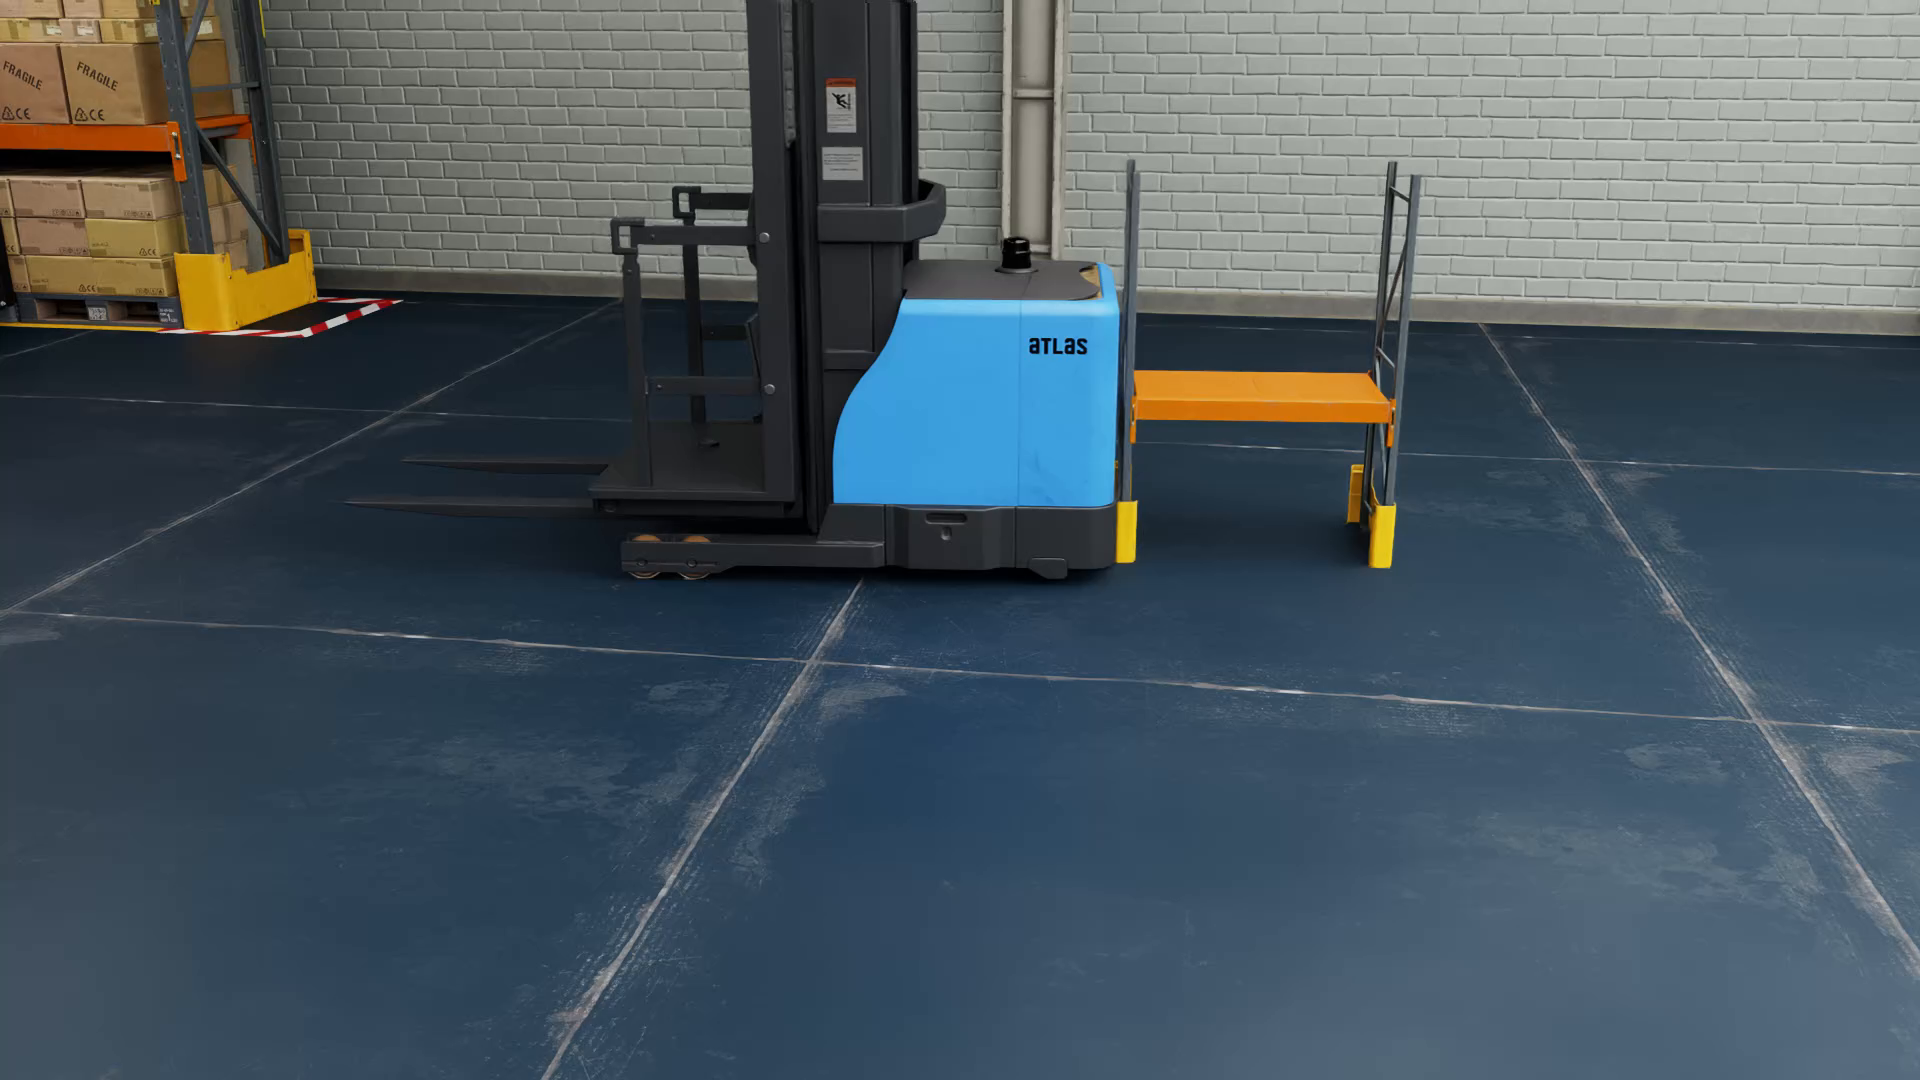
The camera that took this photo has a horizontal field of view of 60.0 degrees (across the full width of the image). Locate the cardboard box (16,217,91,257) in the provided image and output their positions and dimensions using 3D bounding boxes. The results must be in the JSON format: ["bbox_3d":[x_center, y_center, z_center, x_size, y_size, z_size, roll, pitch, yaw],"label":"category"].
[{"bbox_3d":[-5.906,-2.064,11.128,0.500,0.250,0.500,3,19,8],"label":"cardboard box"}]

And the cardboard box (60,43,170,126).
[{"bbox_3d":[-5.410,-2.966,10.784,0.500,0.500,0.500,3,19,7],"label":"cardboard box"}]

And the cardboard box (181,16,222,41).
[{"bbox_3d":[-5.176,-3.430,11.147,0.250,0.149,0.380,2,19,7],"label":"cardboard box"}]

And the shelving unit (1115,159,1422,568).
[{"bbox_3d":[1.161,-0.704,6.544,1.083,1.500,0.587,1,19,3],"label":"shelving unit"}]

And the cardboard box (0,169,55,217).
[{"bbox_3d":[-6.391,-2.317,11.098,0.500,0.250,0.500,3,19,9],"label":"cardboard box"}]

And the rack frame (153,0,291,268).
[{"bbox_3d":[-4.882,-2.976,10.971,0.127,3.000,1.000,3,19,9],"label":"rack frame"}]

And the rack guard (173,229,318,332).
[{"bbox_3d":[-4.858,-1.790,11.364,0.348,0.500,1.175,3,19,9],"label":"rack guard"}]

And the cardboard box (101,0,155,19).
[{"bbox_3d":[-5.269,-3.425,10.662,0.250,0.149,0.380,3,19,9],"label":"cardboard box"}]

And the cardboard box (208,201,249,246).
[{"bbox_3d":[-5.313,-2.197,11.527,0.500,0.250,0.500,3,19,10],"label":"cardboard box"}]

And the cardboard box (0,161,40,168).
[{"bbox_3d":[-6.817,-2.510,11.673,0.500,0.250,0.500,3,19,8],"label":"cardboard box"}]

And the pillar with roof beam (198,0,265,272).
[{"bbox_3d":[-6.109,-4.790,6.937,0.400,9.000,9.100,3,19,9],"label":"pillar with roof beam"}]

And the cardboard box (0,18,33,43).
[{"bbox_3d":[-6.015,-3.313,10.797,0.250,0.149,0.380,3,19,8],"label":"cardboard box"}]

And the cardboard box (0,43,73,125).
[{"bbox_3d":[-5.920,-2.995,10.870,0.500,0.500,0.500,4,19,10],"label":"cardboard box"}]

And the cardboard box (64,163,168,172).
[{"bbox_3d":[-5.820,-2.453,11.504,0.500,0.250,0.500,3,19,9],"label":"cardboard box"}]

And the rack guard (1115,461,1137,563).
[{"bbox_3d":[0.664,-0.121,6.770,0.087,0.250,0.587,1,19,3],"label":"rack guard"}]

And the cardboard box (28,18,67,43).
[{"bbox_3d":[-5.772,-3.297,10.749,0.250,0.149,0.380,3,19,10],"label":"cardboard box"}]

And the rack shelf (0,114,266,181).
[{"bbox_3d":[-6.857,-2.736,11.386,4.000,0.370,1.077,3,19,9],"label":"rack shelf"}]

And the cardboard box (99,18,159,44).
[{"bbox_3d":[-5.269,-3.261,10.642,0.250,0.149,0.380,3,19,9],"label":"cardboard box"}]

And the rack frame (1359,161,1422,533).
[{"bbox_3d":[1.677,-0.695,6.516,0.032,1.500,0.500,1,19,3],"label":"rack frame"}]

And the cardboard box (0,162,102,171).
[{"bbox_3d":[-6.313,-2.482,11.589,0.500,0.250,0.500,3,19,8],"label":"cardboard box"}]

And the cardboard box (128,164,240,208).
[{"bbox_3d":[-5.327,-2.429,11.432,0.500,0.250,0.500,3,19,8],"label":"cardboard box"}]

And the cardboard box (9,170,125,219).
[{"bbox_3d":[-5.891,-2.295,11.031,0.500,0.250,0.500,3,19,10],"label":"cardboard box"}]

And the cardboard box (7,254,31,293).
[{"bbox_3d":[-6.378,-1.852,11.283,0.500,0.250,0.500,3,19,9],"label":"cardboard box"}]

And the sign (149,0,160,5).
[{"bbox_3d":[-4.982,-3.469,10.244,0.005,0.325,0.100,3,19,9],"label":"sign"}]

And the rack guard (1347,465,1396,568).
[{"bbox_3d":[1.658,-0.102,6.715,0.087,0.250,0.587,1,19,3],"label":"rack guard"}]

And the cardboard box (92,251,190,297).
[{"bbox_3d":[-5.396,-1.796,11.116,0.500,0.250,0.500,3,19,9],"label":"cardboard box"}]

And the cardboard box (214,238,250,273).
[{"bbox_3d":[-5.336,-1.958,11.598,0.500,0.250,0.500,3,19,9],"label":"cardboard box"}]

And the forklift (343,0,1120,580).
[{"bbox_3d":[-0.896,-1.403,6.377,3.031,2.935,1.130,1,19,3],"label":"forklift"}]

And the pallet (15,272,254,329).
[{"bbox_3d":[-5.644,-1.679,11.490,1.213,0.211,1.003,3,19,9],"label":"pallet"}]

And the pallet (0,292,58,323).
[{"bbox_3d":[-6.845,-1.742,11.675,1.213,0.211,1.003,3,19,9],"label":"pallet"}]

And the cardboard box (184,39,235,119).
[{"bbox_3d":[-5.327,-3.136,11.290,0.500,0.500,0.500,4,19,10],"label":"cardboard box"}]

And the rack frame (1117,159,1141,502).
[{"bbox_3d":[0.662,-0.713,6.572,0.032,1.500,0.500,1,19,3],"label":"rack frame"}]

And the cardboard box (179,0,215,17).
[{"bbox_3d":[-5.180,-3.556,11.056,0.250,0.149,0.380,3,19,8],"label":"cardboard box"}]

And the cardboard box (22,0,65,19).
[{"bbox_3d":[-5.780,-3.432,10.684,0.250,0.149,0.380,3,19,10],"label":"cardboard box"}]

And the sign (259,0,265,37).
[{"bbox_3d":[-4.788,-3.598,11.340,0.005,0.325,0.100,3,19,9],"label":"sign"}]

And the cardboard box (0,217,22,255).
[{"bbox_3d":[-6.419,-2.083,11.186,0.500,0.250,0.500,2,19,7],"label":"cardboard box"}]

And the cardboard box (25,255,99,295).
[{"bbox_3d":[-5.886,-1.824,11.200,0.500,0.250,0.500,3,19,9],"label":"cardboard box"}]

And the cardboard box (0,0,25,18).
[{"bbox_3d":[-6.014,-3.468,10.791,0.250,0.149,0.380,3,19,9],"label":"cardboard box"}]

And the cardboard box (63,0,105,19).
[{"bbox_3d":[-5.518,-3.427,10.670,0.250,0.149,0.380,3,19,9],"label":"cardboard box"}]

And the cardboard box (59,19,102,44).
[{"bbox_3d":[-5.526,-3.265,10.653,0.250,0.149,0.380,3,19,10],"label":"cardboard box"}]

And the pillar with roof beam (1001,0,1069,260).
[{"bbox_3d":[-0.185,-4.488,6.035,0.400,9.000,9.100,3,19,9],"label":"pillar with roof beam"}]

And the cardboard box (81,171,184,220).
[{"bbox_3d":[-5.386,-2.271,10.960,0.500,0.250,0.500,4,19,10],"label":"cardboard box"}]

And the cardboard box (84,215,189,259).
[{"bbox_3d":[-5.412,-2.035,11.042,0.500,0.250,0.500,3,19,8],"label":"cardboard box"}]

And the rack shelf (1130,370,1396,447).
[{"bbox_3d":[1.170,-0.534,6.601,1.000,0.185,0.538,1,19,3],"label":"rack shelf"}]
